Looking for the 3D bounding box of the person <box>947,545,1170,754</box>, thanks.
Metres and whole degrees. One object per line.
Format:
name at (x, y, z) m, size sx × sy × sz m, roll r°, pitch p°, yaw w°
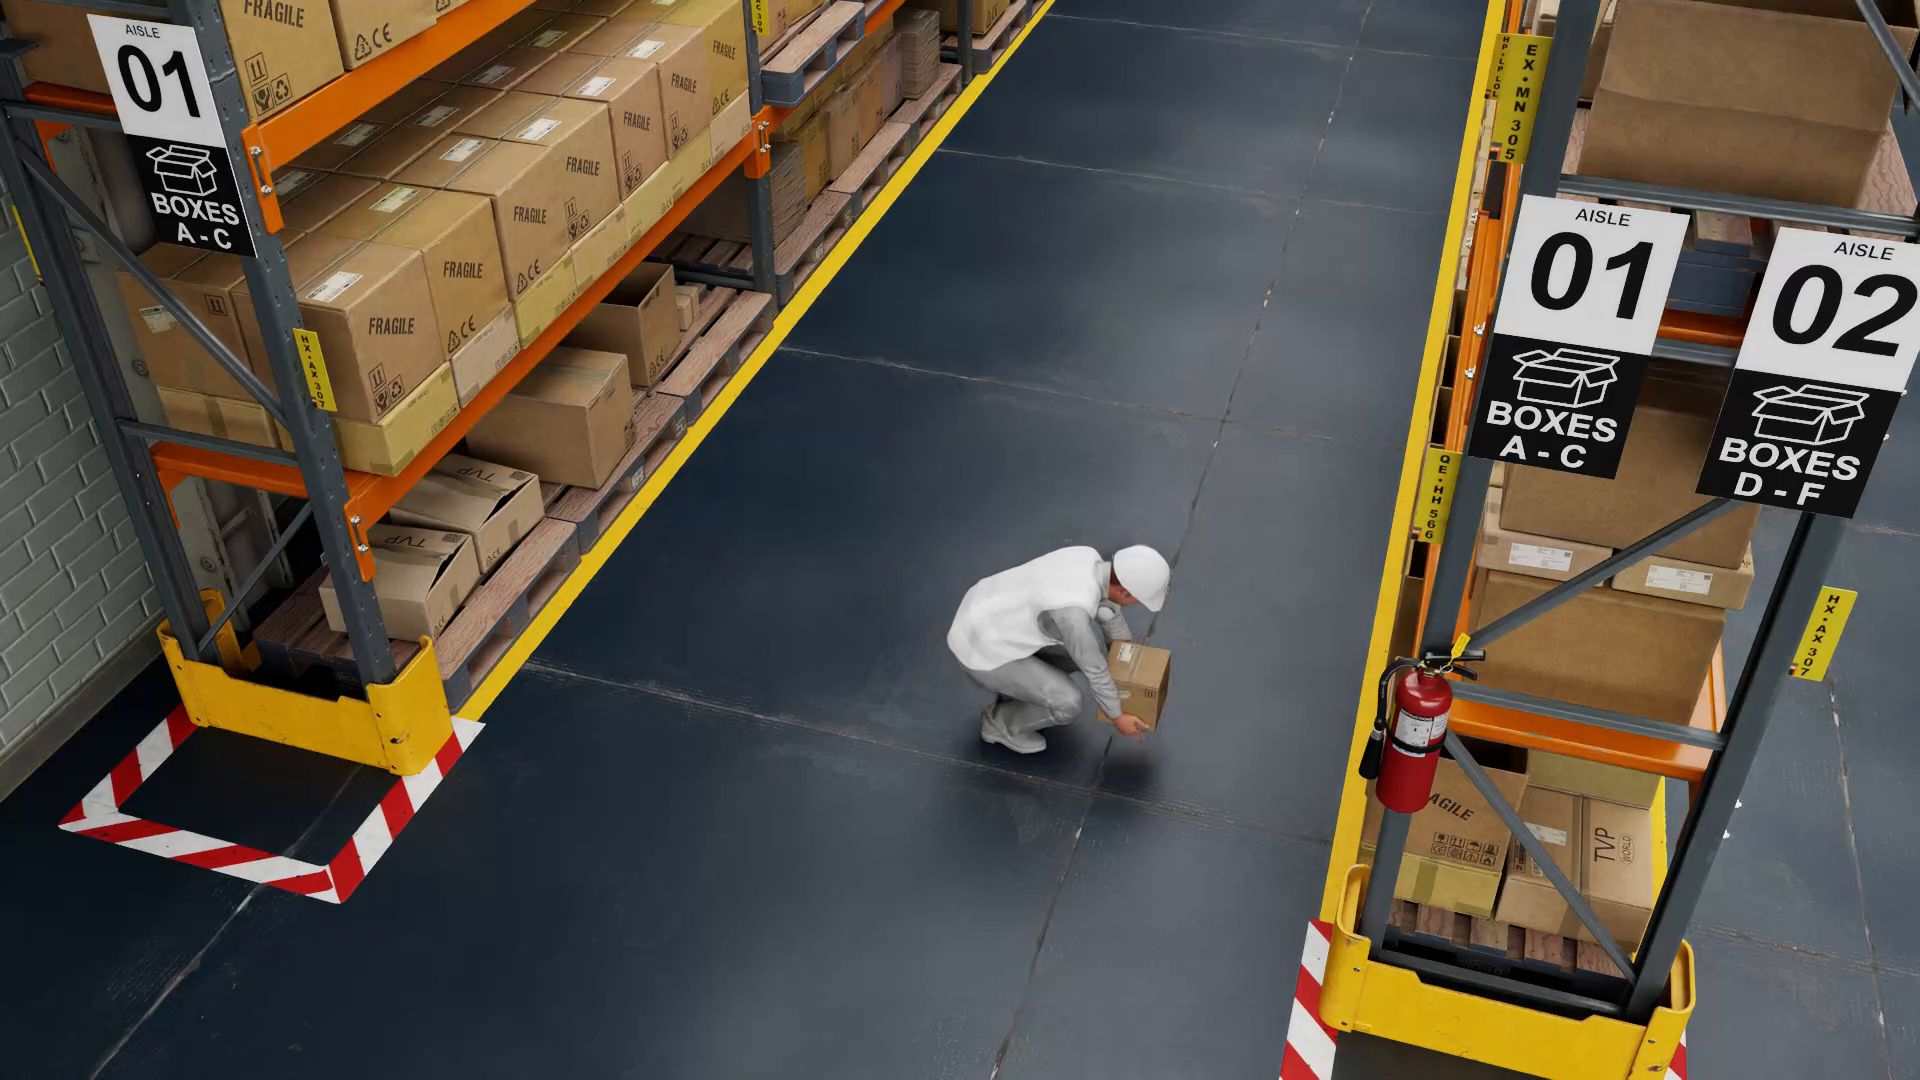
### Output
person at (0.406, 0.412, 6.970) m, size 0.890 × 1.006 × 0.514 m, roll 10°, pitch 38°, yaw 13°
